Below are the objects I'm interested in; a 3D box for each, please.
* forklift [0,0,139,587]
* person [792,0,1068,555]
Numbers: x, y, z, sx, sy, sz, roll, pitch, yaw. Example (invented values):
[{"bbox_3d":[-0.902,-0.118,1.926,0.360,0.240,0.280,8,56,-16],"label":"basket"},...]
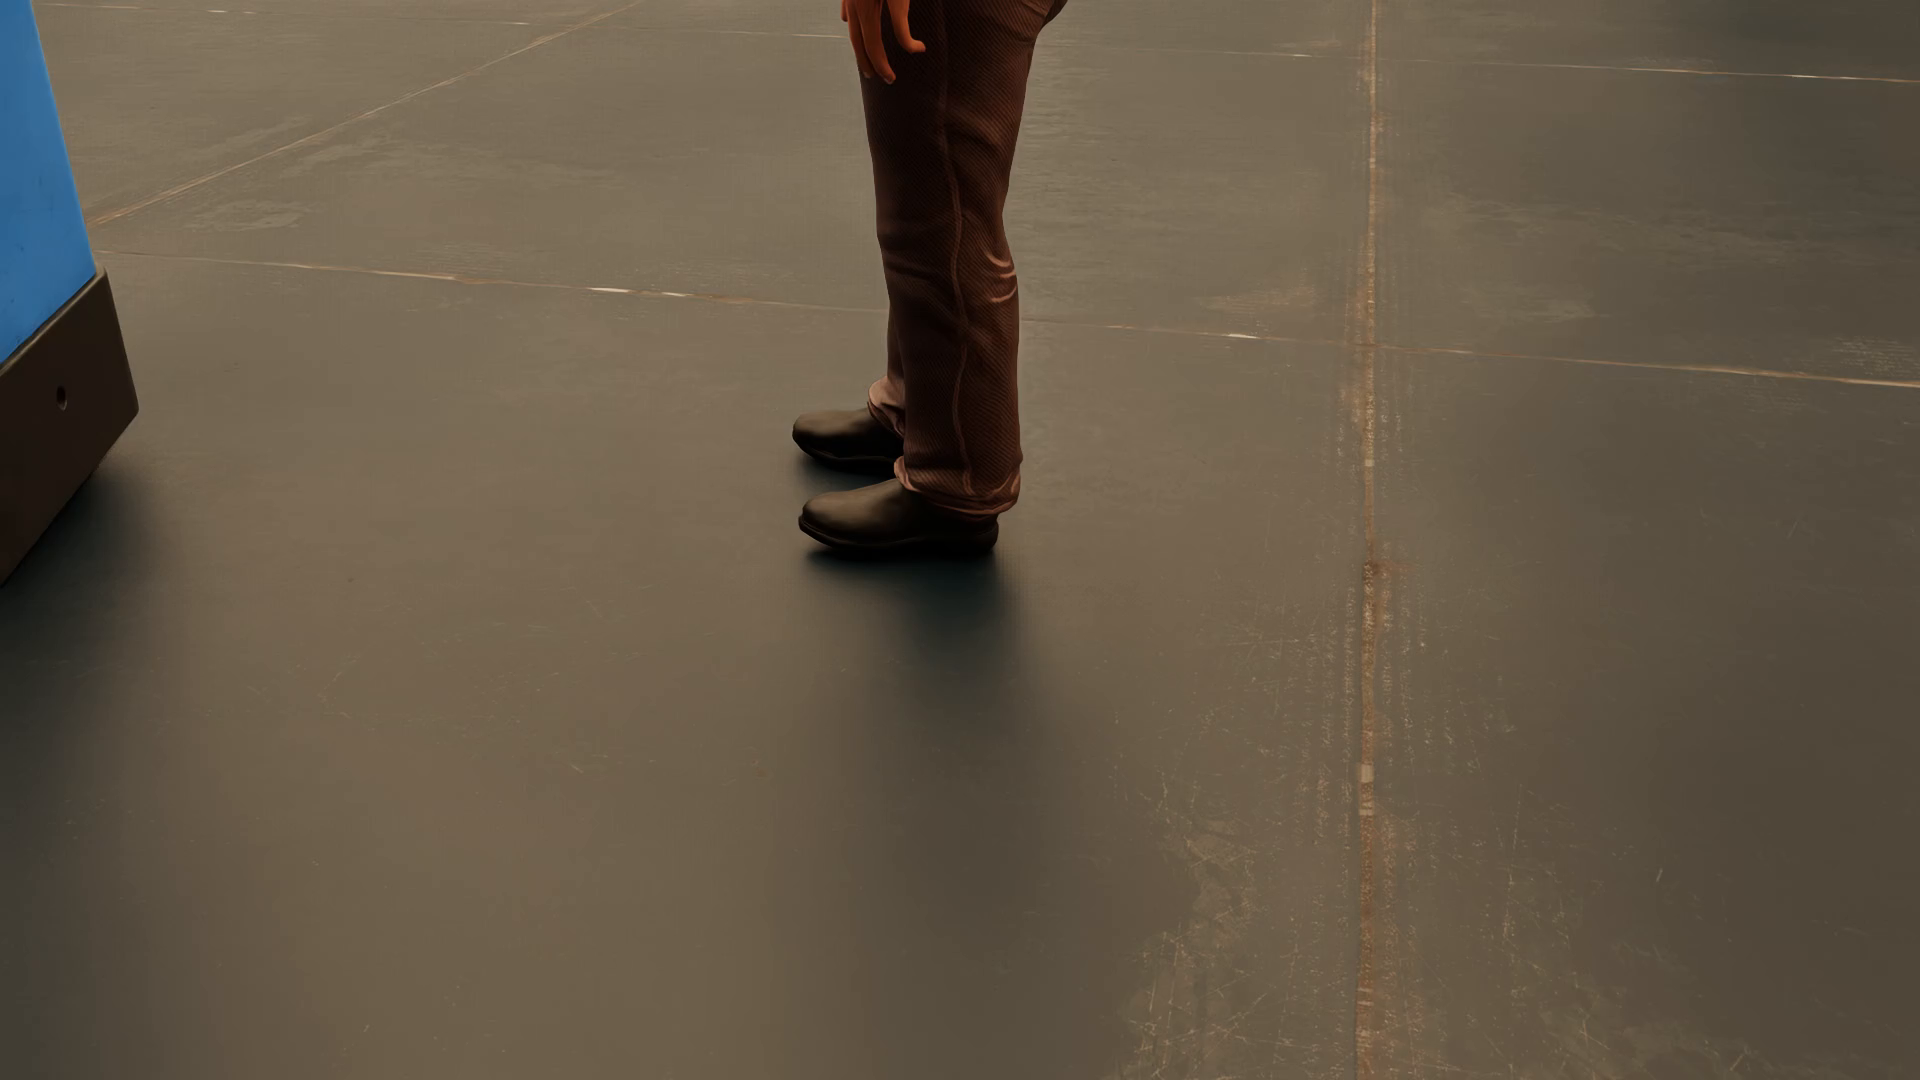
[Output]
[{"bbox_3d":[-2.804,-1.170,1.565,3.031,2.935,1.130,-4,27,-7],"label":"forklift"},{"bbox_3d":[-0.067,-0.786,2.130,0.552,1.720,0.632,6,27,11],"label":"person"}]
